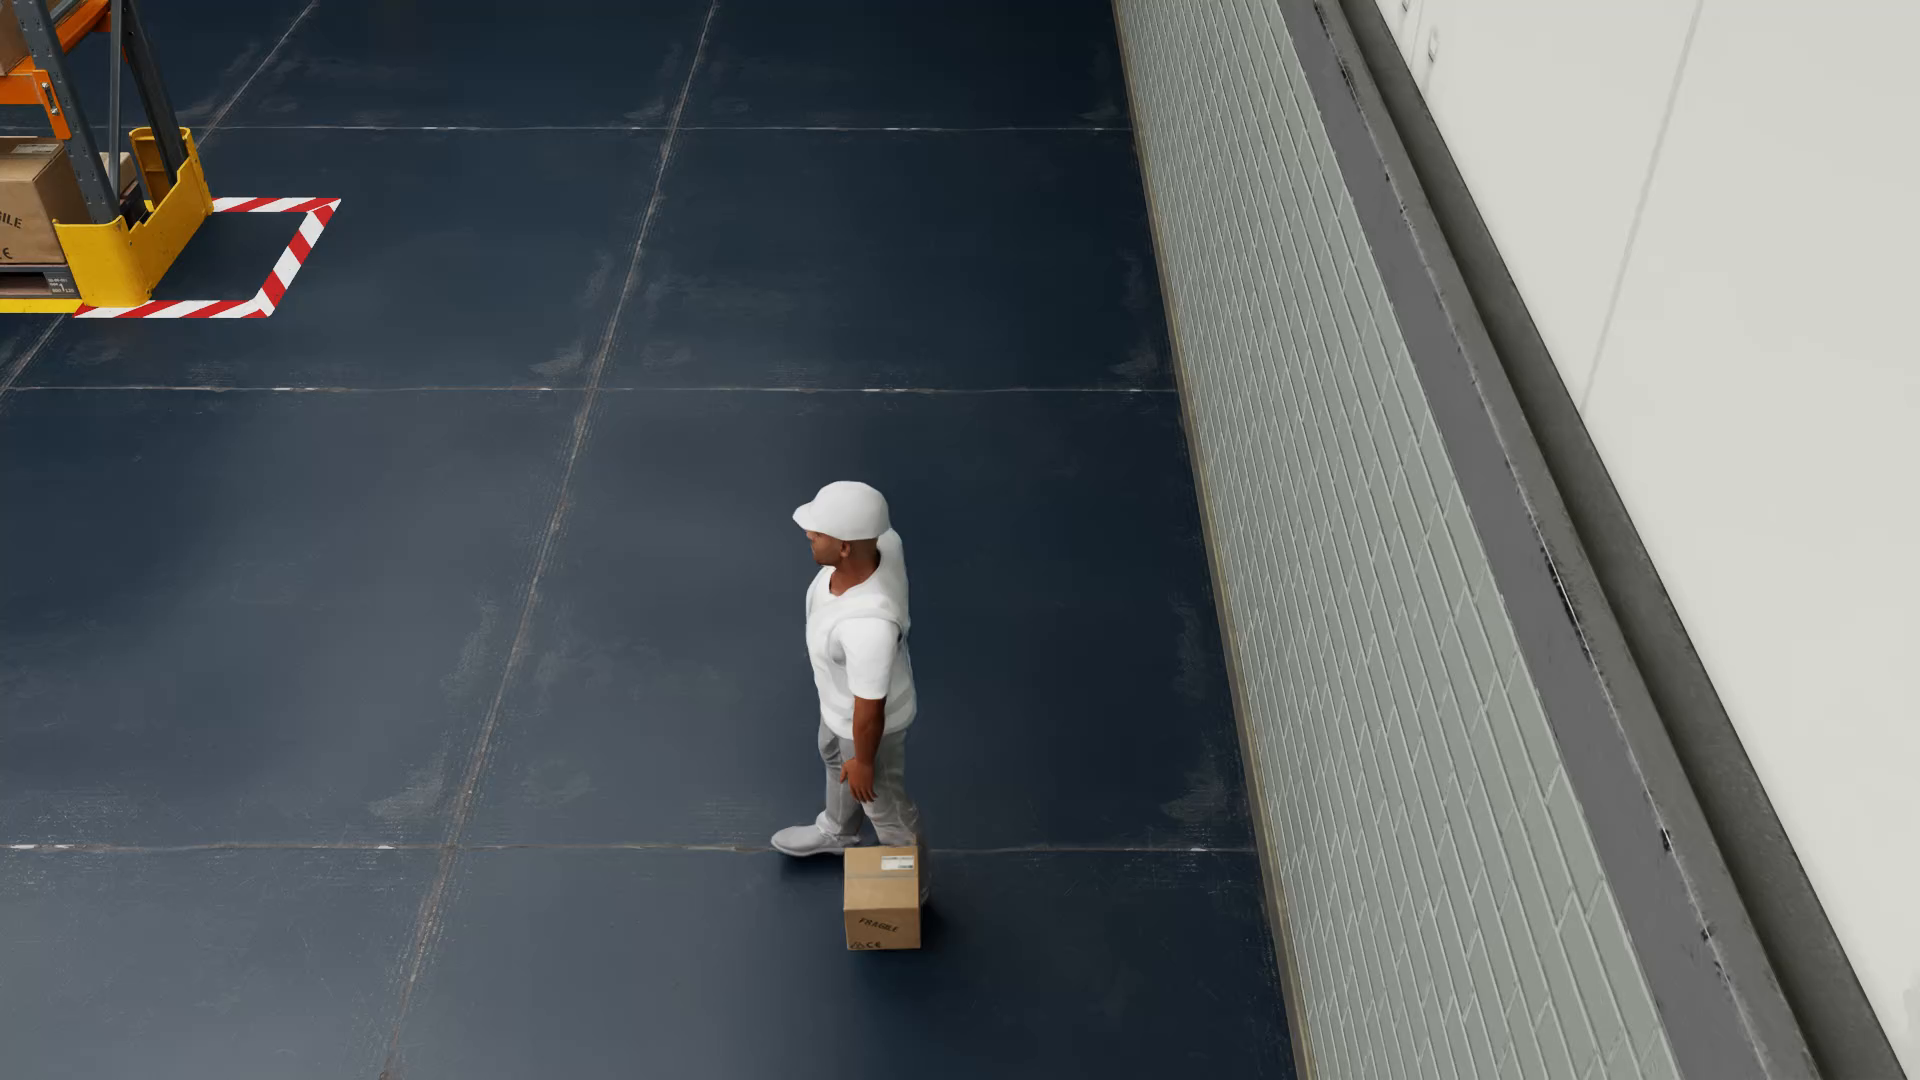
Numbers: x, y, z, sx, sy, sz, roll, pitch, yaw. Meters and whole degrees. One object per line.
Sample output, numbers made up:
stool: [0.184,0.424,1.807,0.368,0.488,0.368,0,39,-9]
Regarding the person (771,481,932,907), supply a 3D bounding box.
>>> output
person: [-0.393,0.519,5.465,0.561,1.765,0.669,-5,40,-6]
